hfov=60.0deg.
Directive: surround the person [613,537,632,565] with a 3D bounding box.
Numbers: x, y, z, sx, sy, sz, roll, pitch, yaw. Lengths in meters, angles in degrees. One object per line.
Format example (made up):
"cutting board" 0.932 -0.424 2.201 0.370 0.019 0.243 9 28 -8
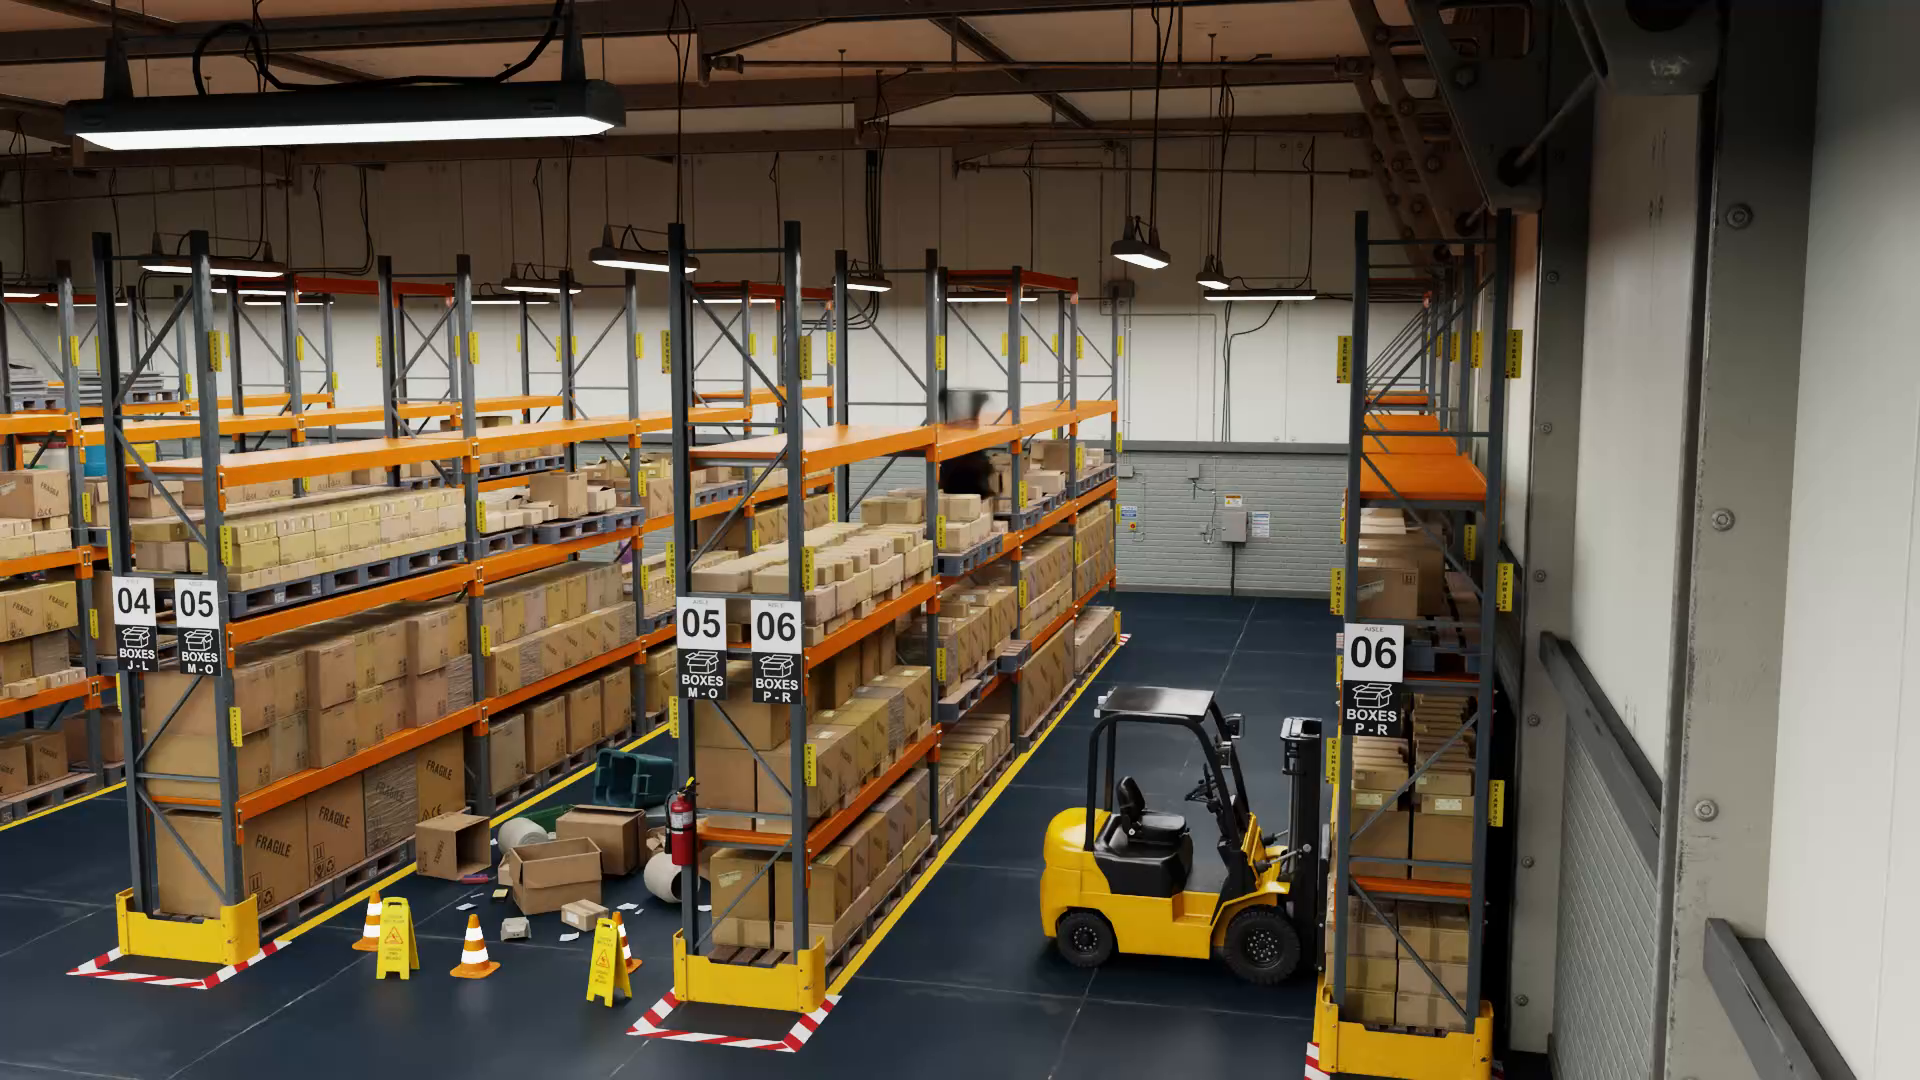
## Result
"person" -6.369 0.478 31.810 0.501 1.626 0.824 -2 7 -14
